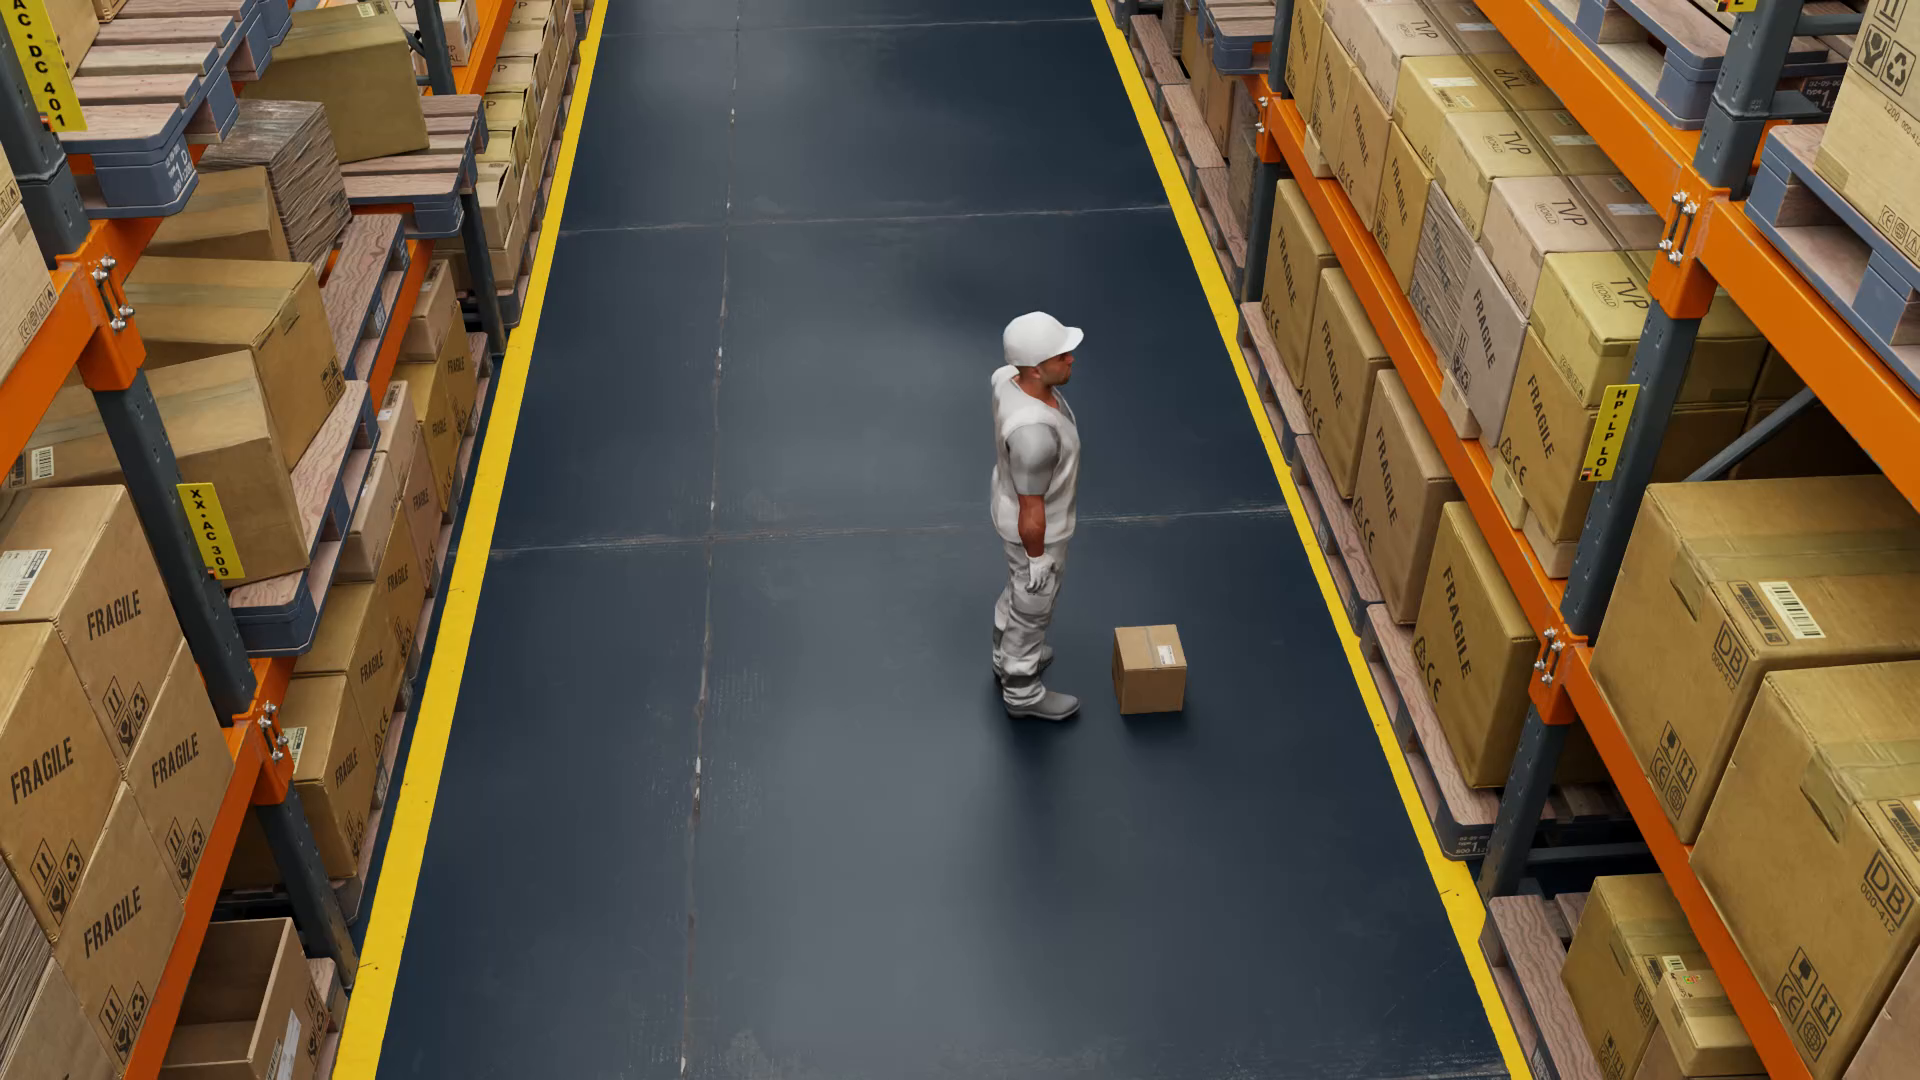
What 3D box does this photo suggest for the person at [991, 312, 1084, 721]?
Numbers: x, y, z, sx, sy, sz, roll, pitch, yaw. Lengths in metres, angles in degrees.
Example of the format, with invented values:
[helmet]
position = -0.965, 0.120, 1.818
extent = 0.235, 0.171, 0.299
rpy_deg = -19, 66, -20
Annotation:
[person]
position = 0.295, -0.064, 6.195
extent = 0.361, 1.818, 0.556
rpy_deg = -2, 39, -3
